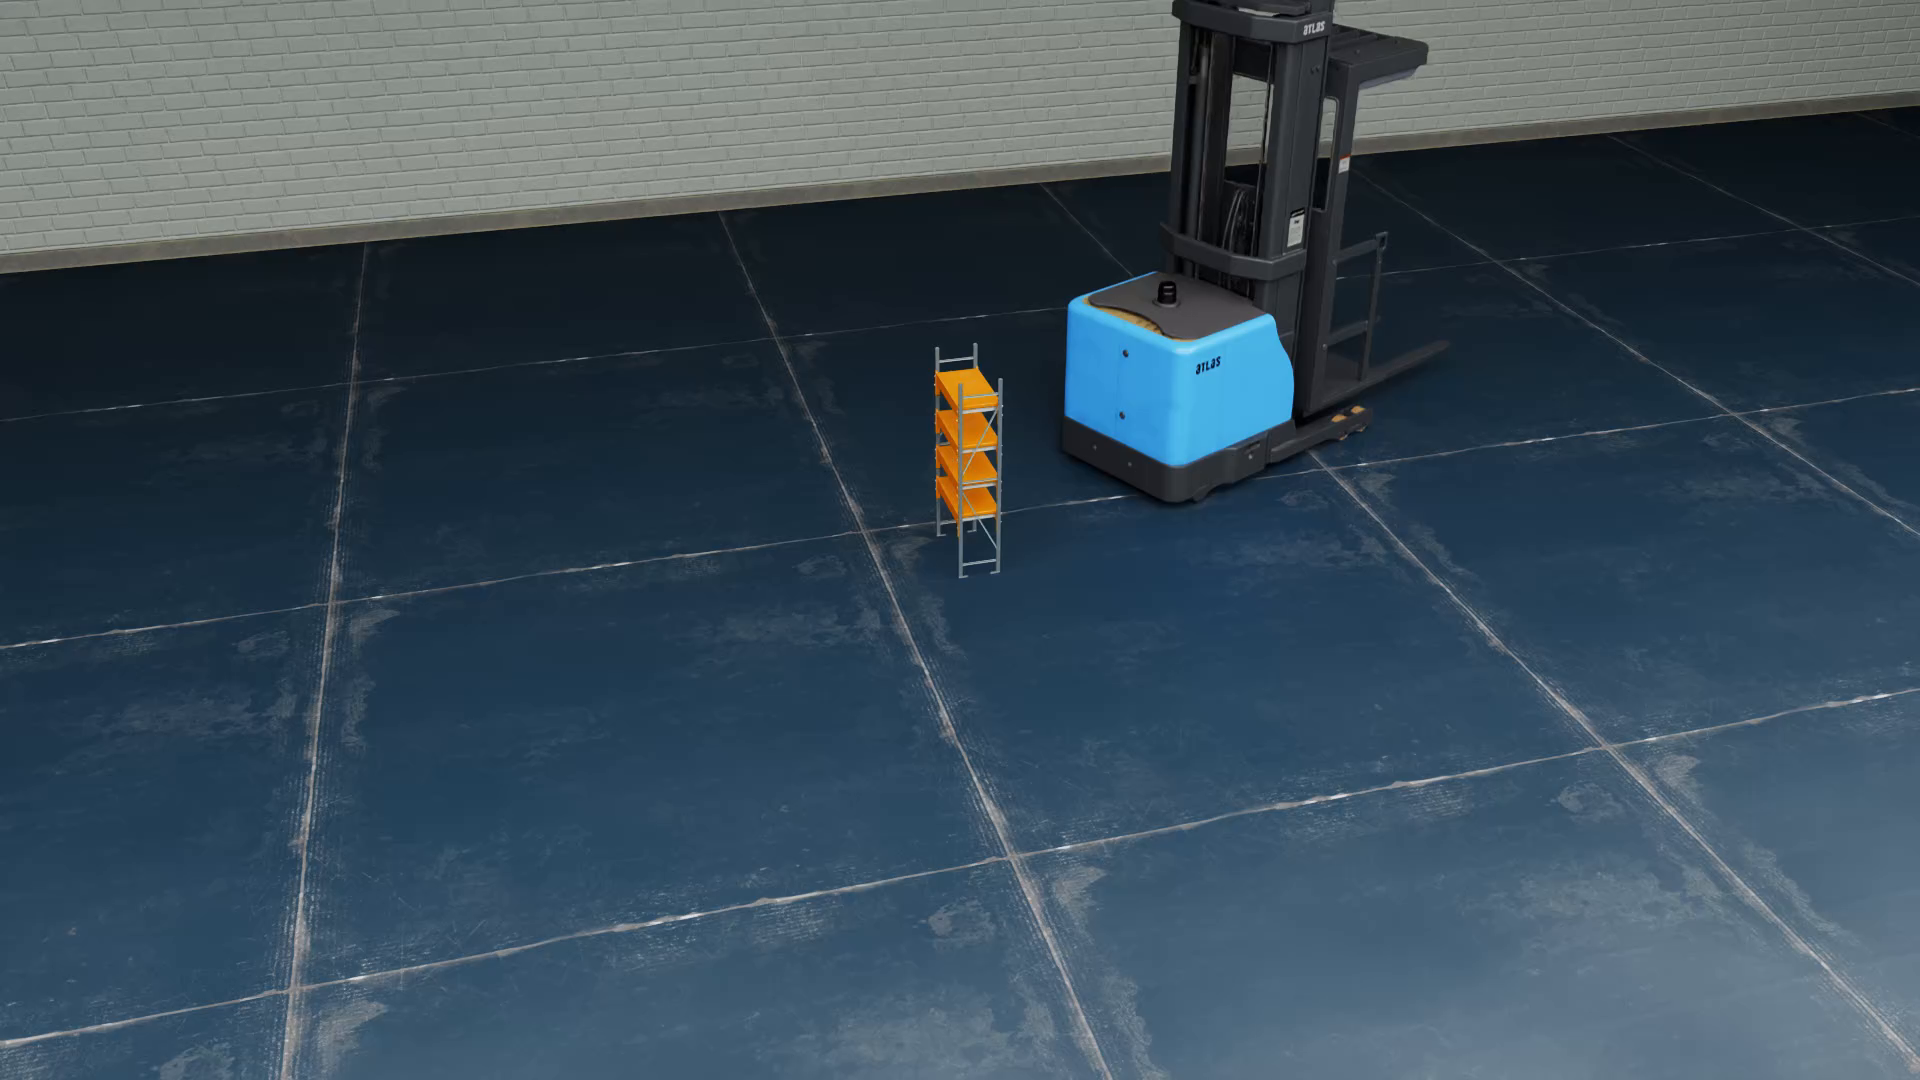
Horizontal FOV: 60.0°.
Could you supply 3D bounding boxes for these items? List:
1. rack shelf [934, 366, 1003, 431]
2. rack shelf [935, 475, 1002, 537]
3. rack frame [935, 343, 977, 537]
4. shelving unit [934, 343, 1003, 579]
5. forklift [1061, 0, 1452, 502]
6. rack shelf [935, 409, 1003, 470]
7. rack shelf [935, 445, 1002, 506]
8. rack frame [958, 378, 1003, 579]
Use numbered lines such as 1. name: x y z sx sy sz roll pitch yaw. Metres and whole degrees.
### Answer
1. rack shelf: 0.044 -0.779 9.114 0.258 0.148 0.480 -8 31 -13
2. rack shelf: 0.044 -0.209 9.444 0.258 0.148 0.480 -8 31 -13
3. rack frame: -0.021 -0.557 9.515 0.240 1.200 0.015 -8 31 -13
4. shelving unit: 0.044 -0.439 9.311 0.258 1.200 0.503 -8 31 -13
5. forklift: 2.094 -2.100 10.453 3.031 2.935 1.130 -23 37 -34
6. rack shelf: 0.044 -0.575 9.233 0.258 0.148 0.480 -8 31 -13
7. rack shelf: 0.044 -0.381 9.345 0.258 0.148 0.480 -8 31 -13
8. rack frame: 0.109 -0.321 9.108 0.240 1.200 0.015 -8 31 -13
